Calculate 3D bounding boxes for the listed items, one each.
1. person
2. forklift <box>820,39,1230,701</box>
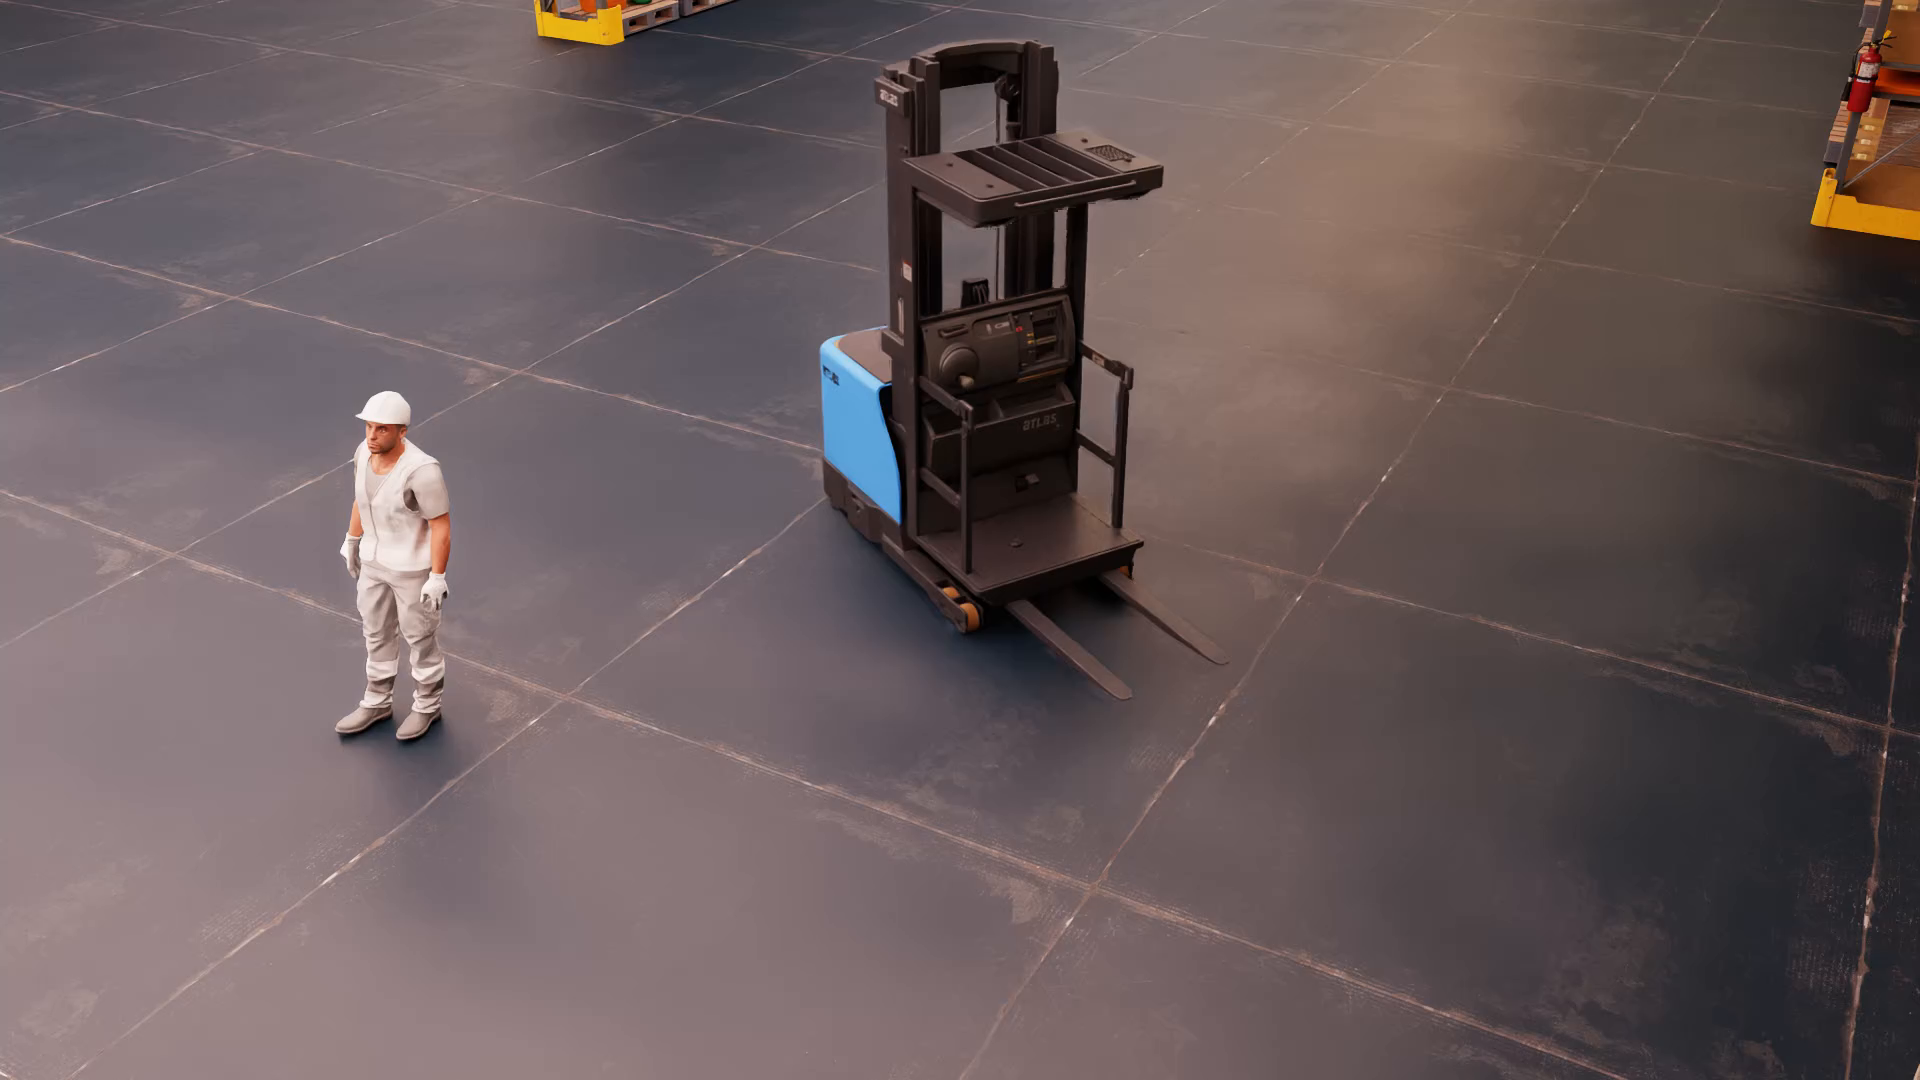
[{"bbox_3d":[-2.735,0.152,7.935,0.637,1.790,0.561,16,34,26],"label":"person"},{"bbox_3d":[0.325,-1.024,8.845,1.130,2.935,3.031,-16,34,-26],"label":"forklift"}]
